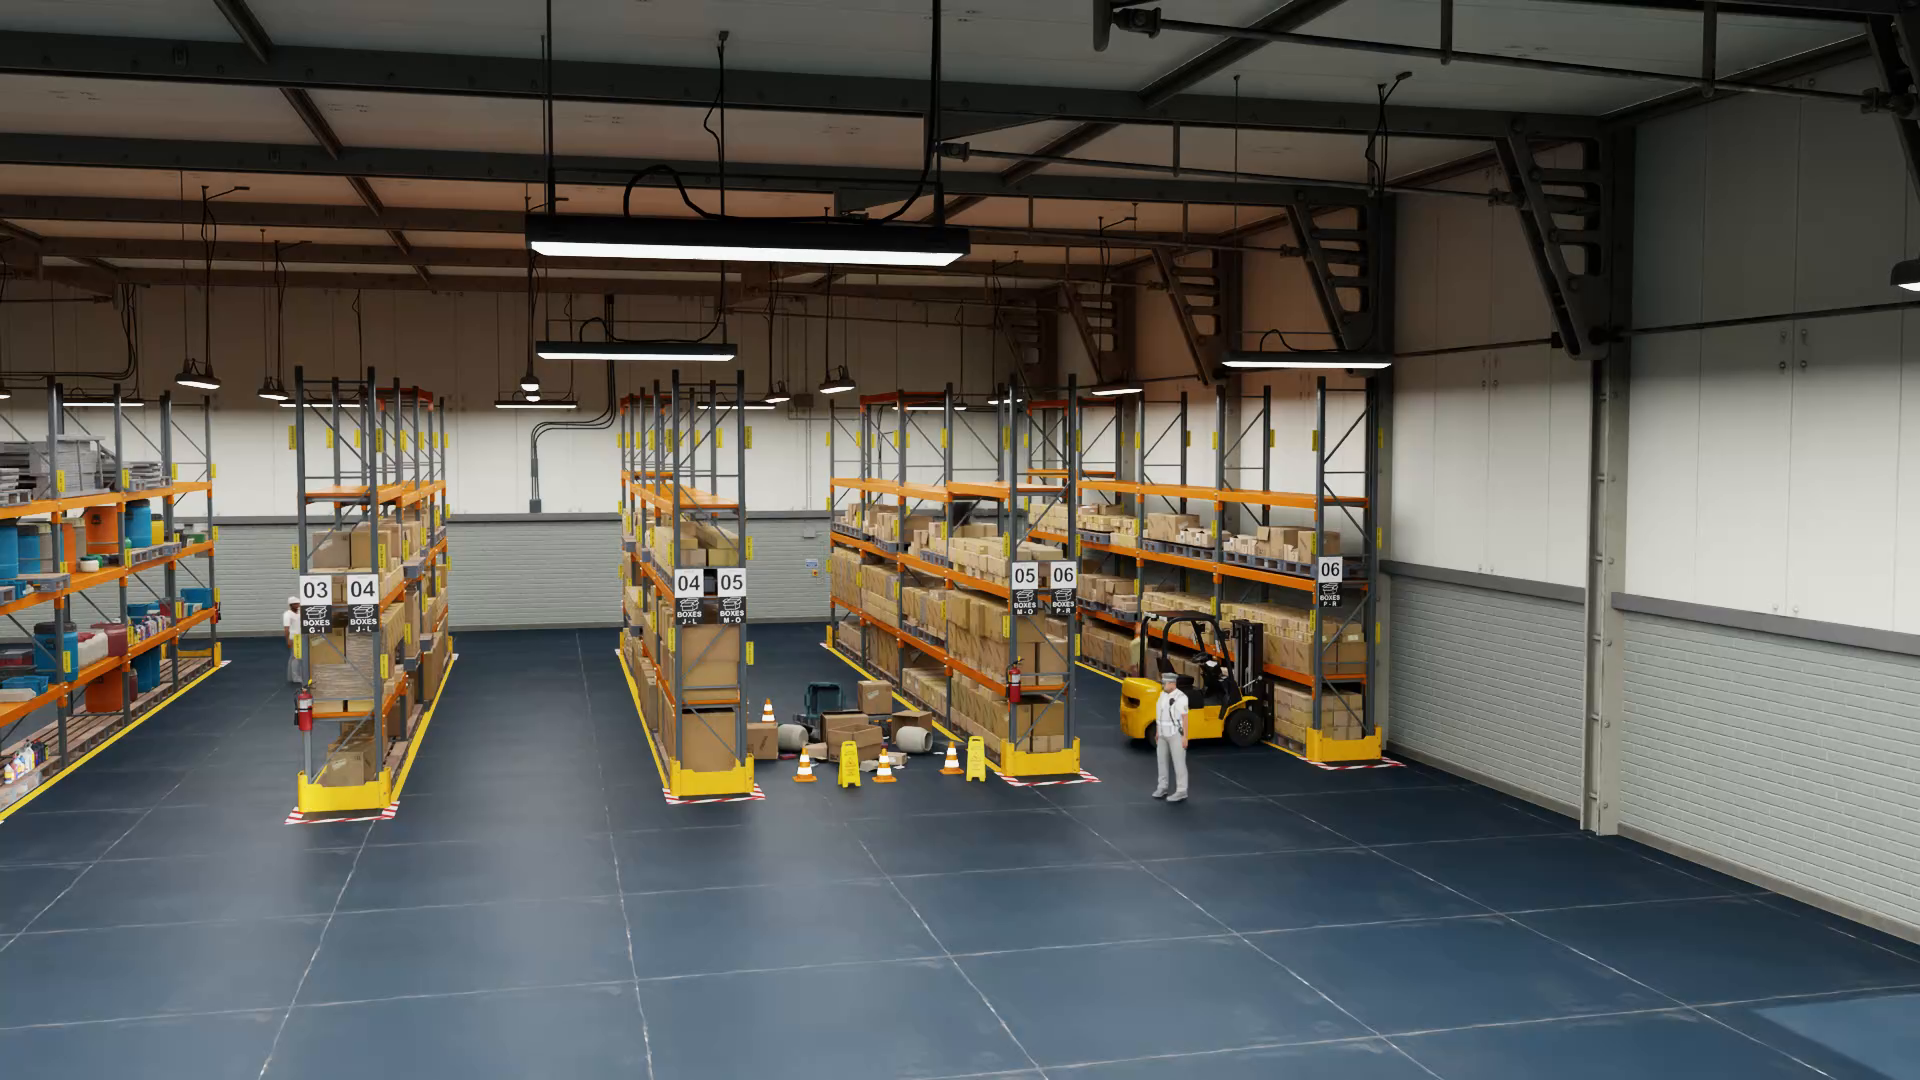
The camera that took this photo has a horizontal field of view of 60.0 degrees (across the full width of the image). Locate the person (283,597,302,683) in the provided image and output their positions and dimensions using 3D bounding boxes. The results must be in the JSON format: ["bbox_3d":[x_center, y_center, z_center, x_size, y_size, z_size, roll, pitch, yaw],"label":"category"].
[{"bbox_3d":[-13.774,2.059,34.552,0.457,1.774,0.595,0,3,-5],"label":"person"}]

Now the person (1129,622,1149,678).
[{"bbox_3d":[3.287,2.351,30.790,0.424,1.638,0.513,1,4,15],"label":"person"}]

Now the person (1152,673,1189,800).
[{"bbox_3d":[2.940,2.733,23.289,0.448,1.753,0.569,-3,4,-39],"label":"person"}]
